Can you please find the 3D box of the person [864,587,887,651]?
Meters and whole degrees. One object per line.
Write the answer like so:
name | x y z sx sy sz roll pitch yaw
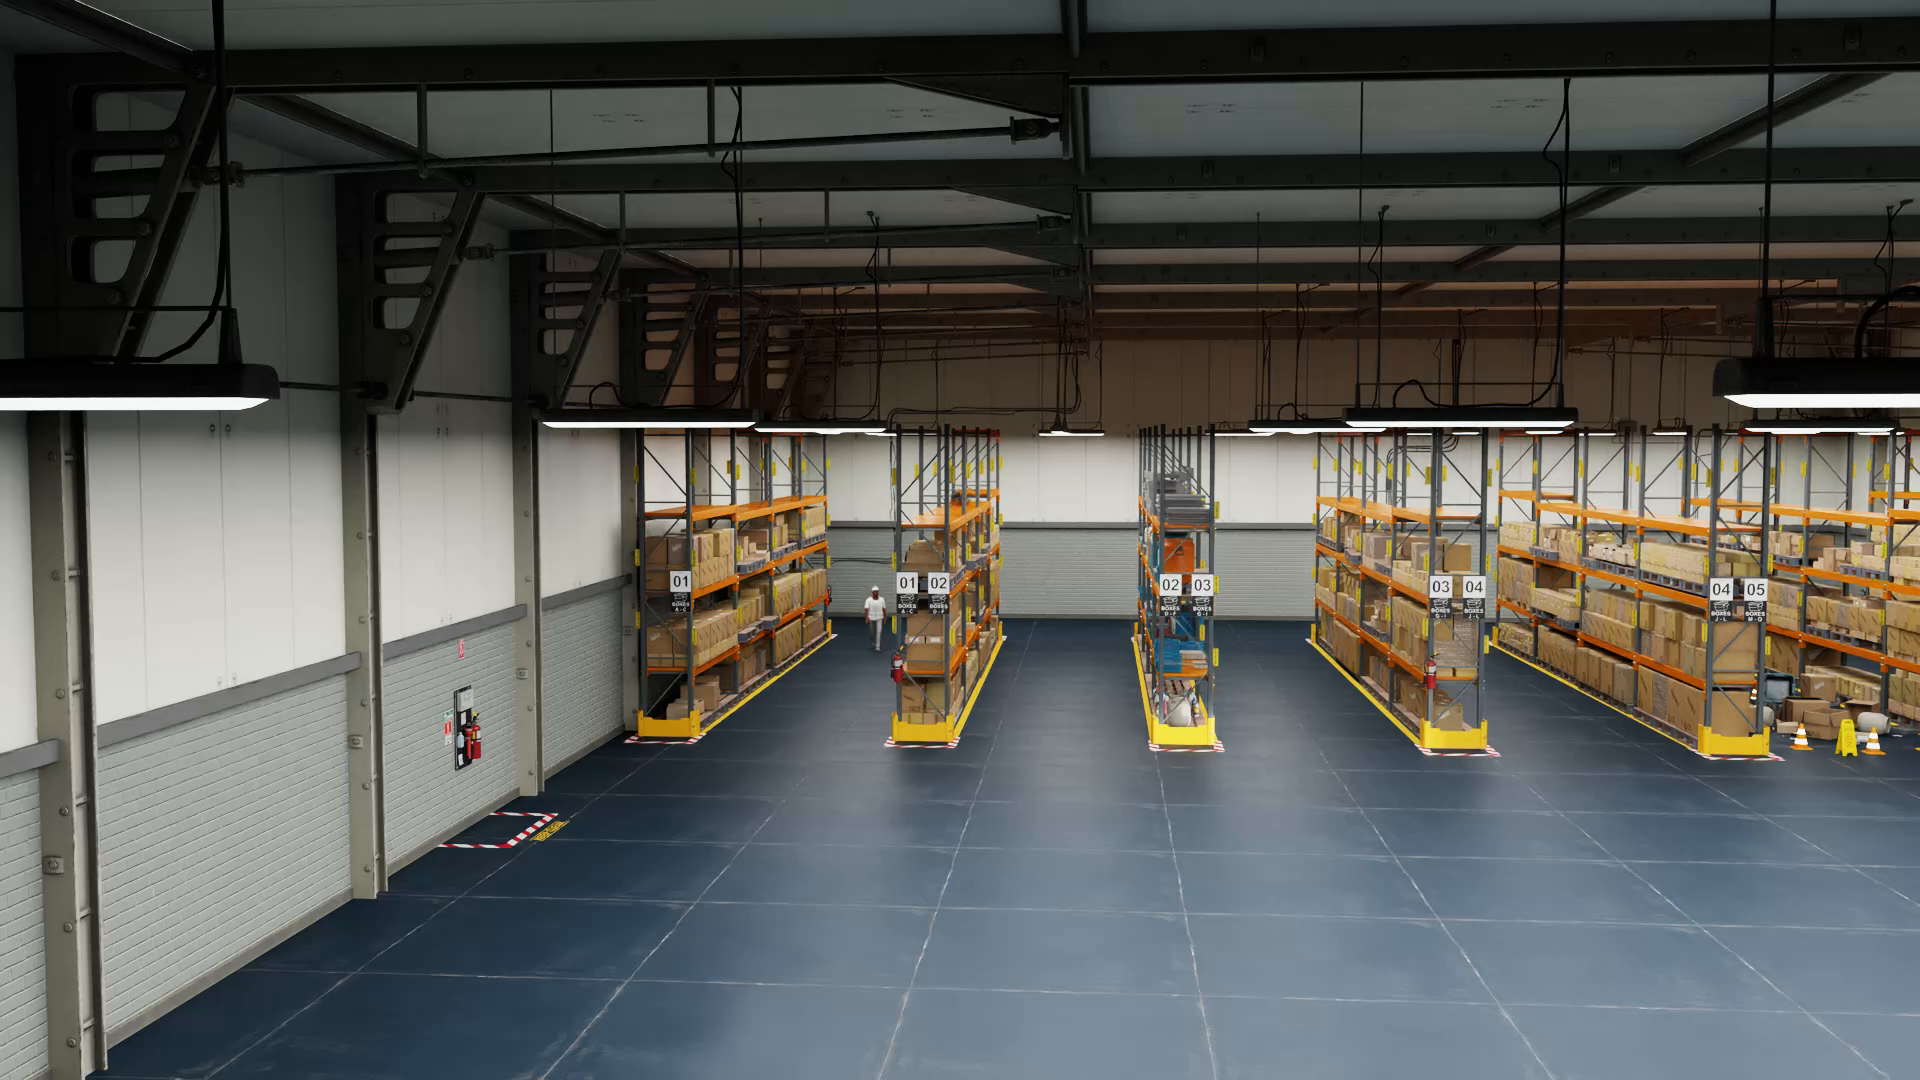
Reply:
person | -2.286 2.128 44.930 0.589 1.722 1.028 0 3 1

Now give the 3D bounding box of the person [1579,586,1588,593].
person | 17.366 2.060 46.563 1.035 1.613 0.521 2 4 28

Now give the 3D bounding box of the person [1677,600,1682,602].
person | 18.104 2.297 41.802 0.647 1.806 0.609 -1 4 -16
